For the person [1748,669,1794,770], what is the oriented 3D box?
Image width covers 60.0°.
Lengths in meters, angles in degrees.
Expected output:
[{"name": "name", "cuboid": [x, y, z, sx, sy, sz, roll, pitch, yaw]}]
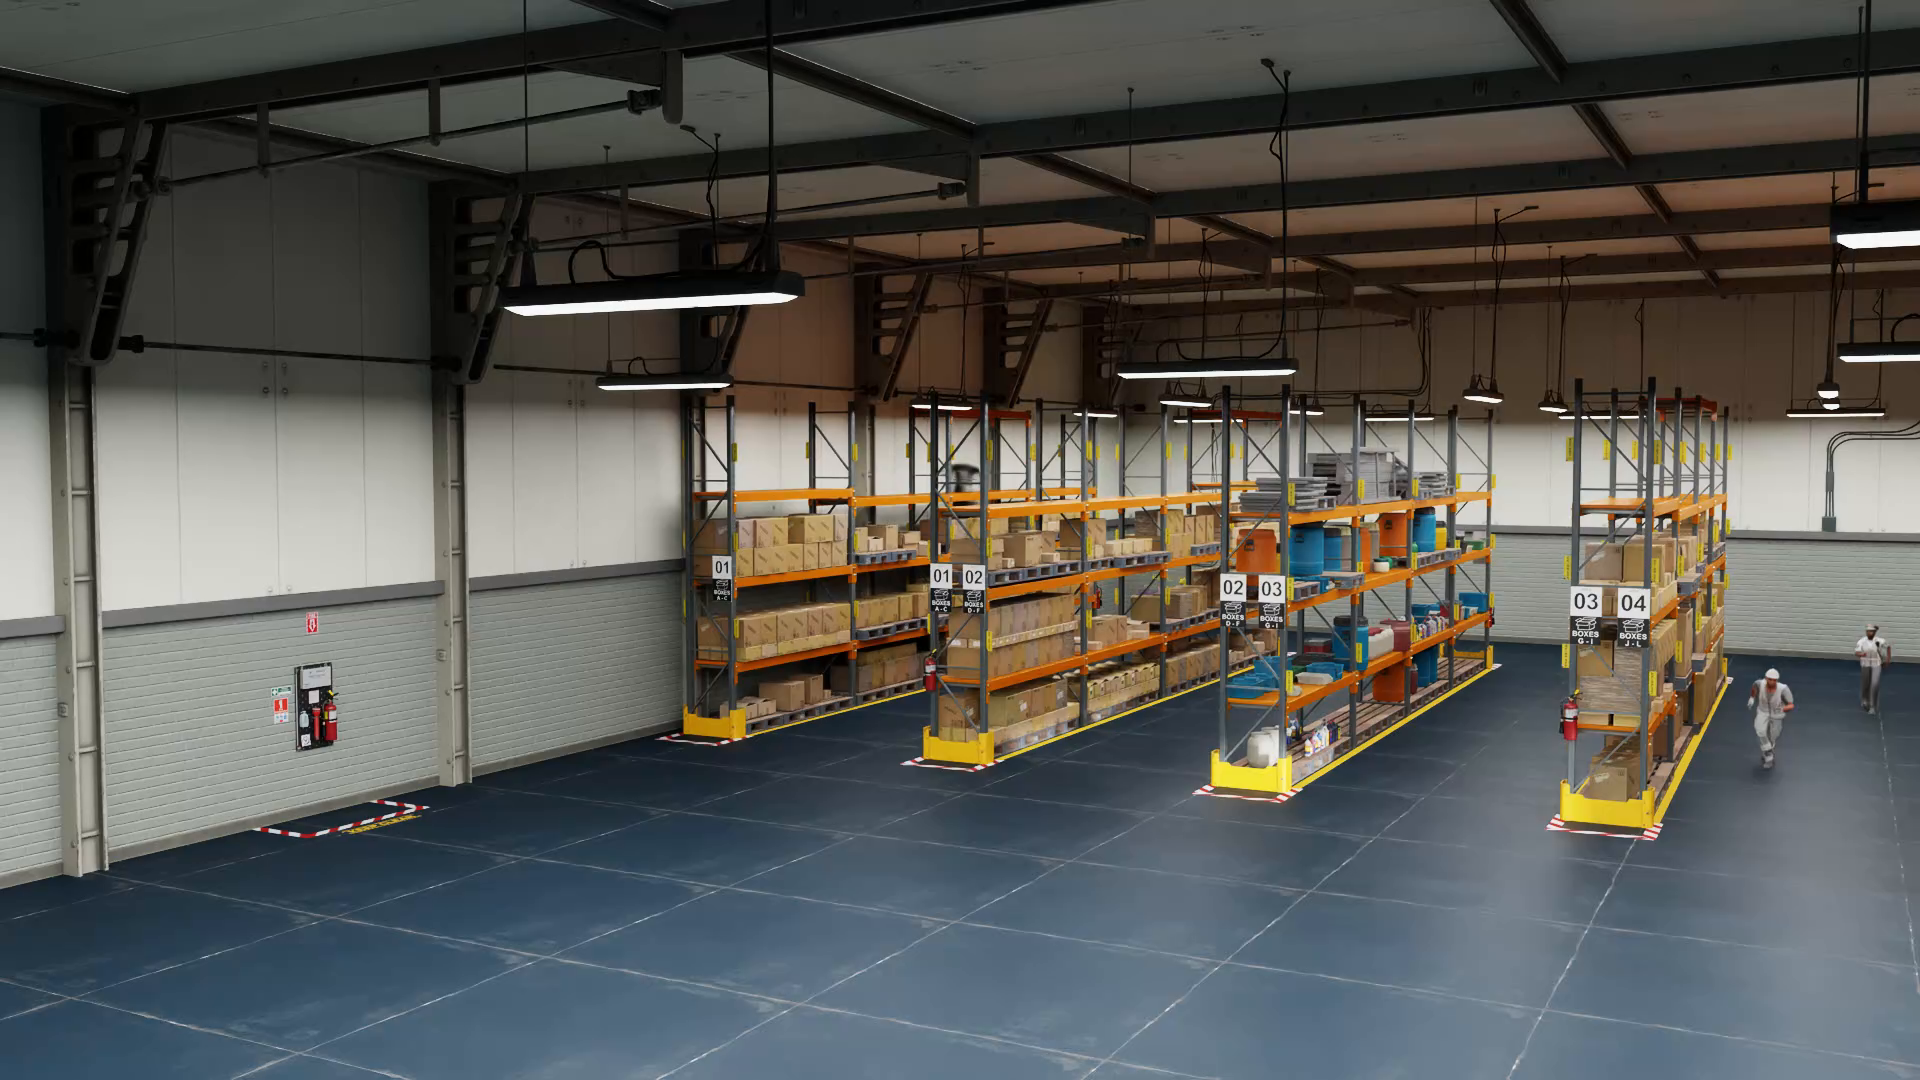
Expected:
[{"name": "person", "cuboid": [12.823, 2.789, 26.305, 0.677, 1.592, 1.126, 2, 3, 28]}]

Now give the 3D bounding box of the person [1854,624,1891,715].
[{"name": "person", "cuboid": [17.610, 2.473, 32.097, 0.598, 1.734, 0.895, 2, 4, 34]}]
